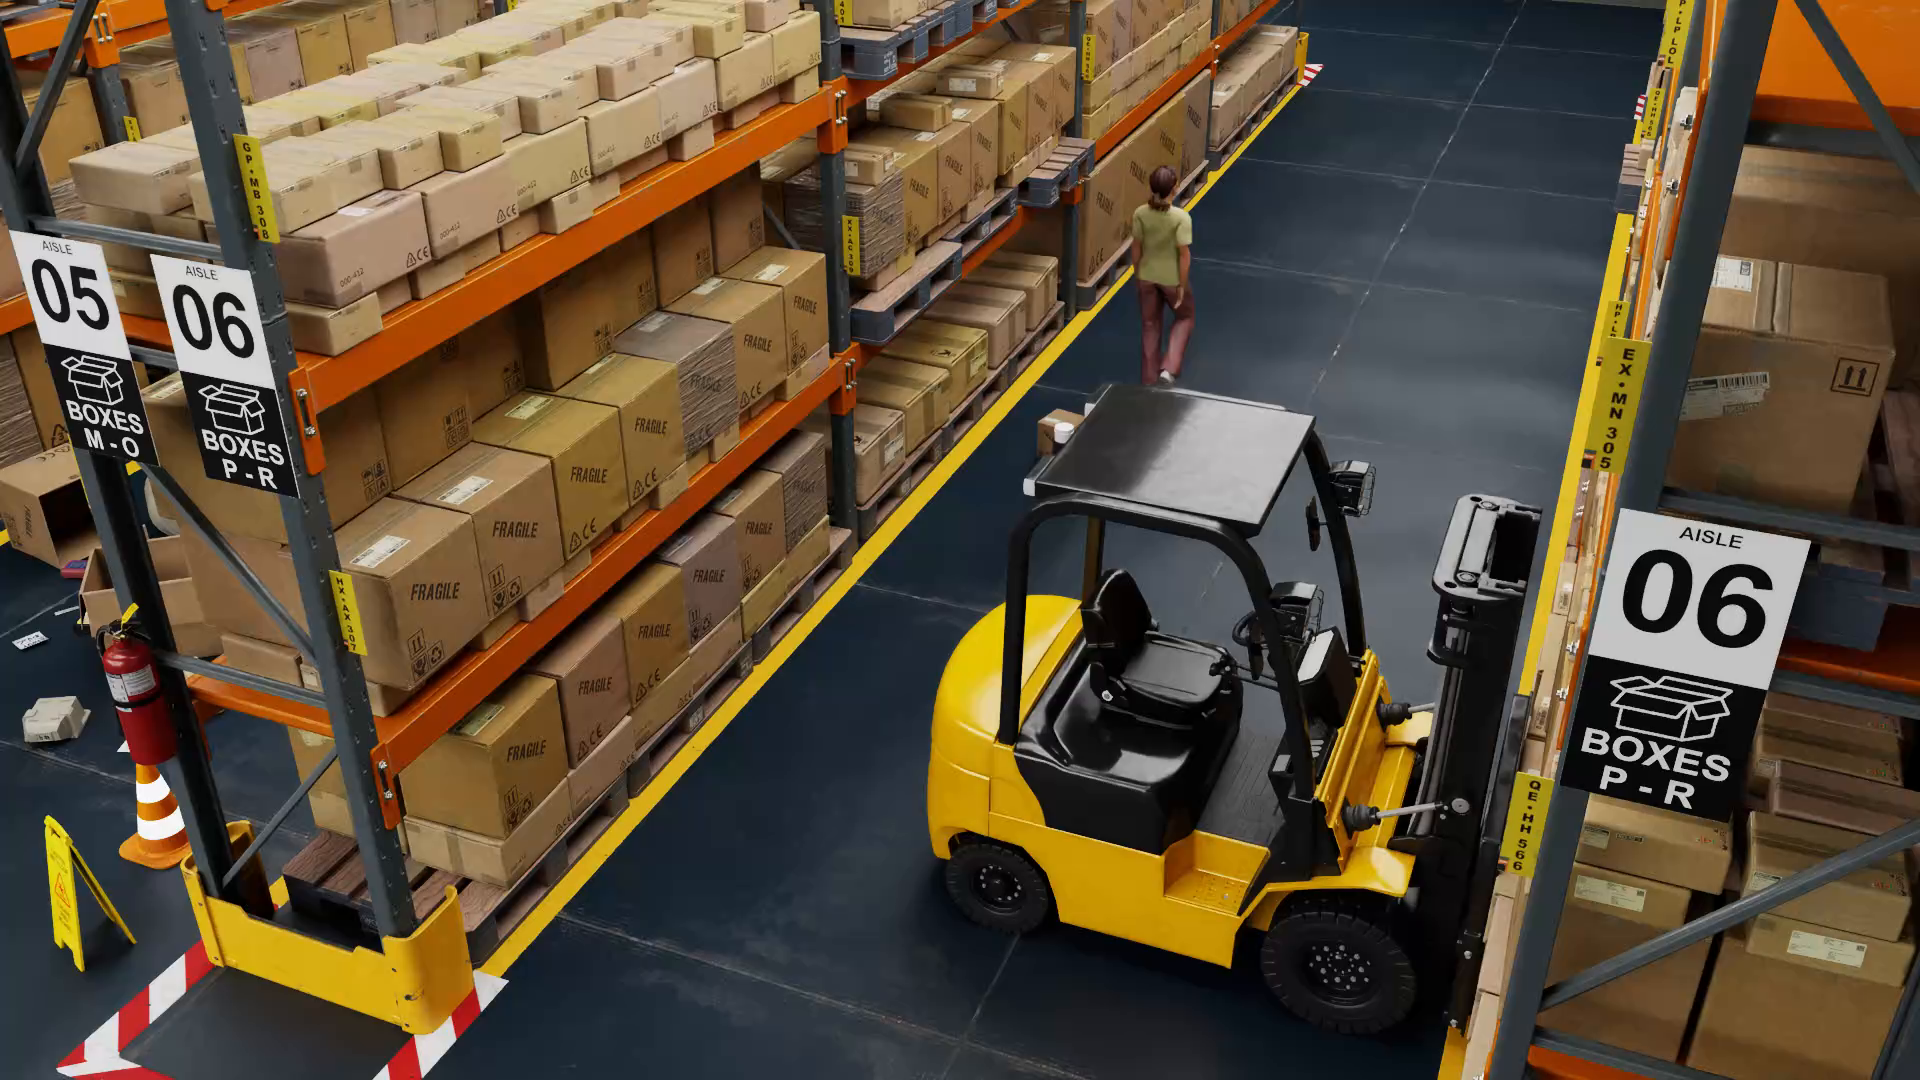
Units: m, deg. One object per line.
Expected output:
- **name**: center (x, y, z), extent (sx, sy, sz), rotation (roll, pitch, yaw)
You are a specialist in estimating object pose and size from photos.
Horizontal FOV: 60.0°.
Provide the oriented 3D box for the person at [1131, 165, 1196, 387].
- **person**: center (1.397, -1.784, 11.490), extent (0.444, 1.683, 0.463), rotation (11, 32, 19)
